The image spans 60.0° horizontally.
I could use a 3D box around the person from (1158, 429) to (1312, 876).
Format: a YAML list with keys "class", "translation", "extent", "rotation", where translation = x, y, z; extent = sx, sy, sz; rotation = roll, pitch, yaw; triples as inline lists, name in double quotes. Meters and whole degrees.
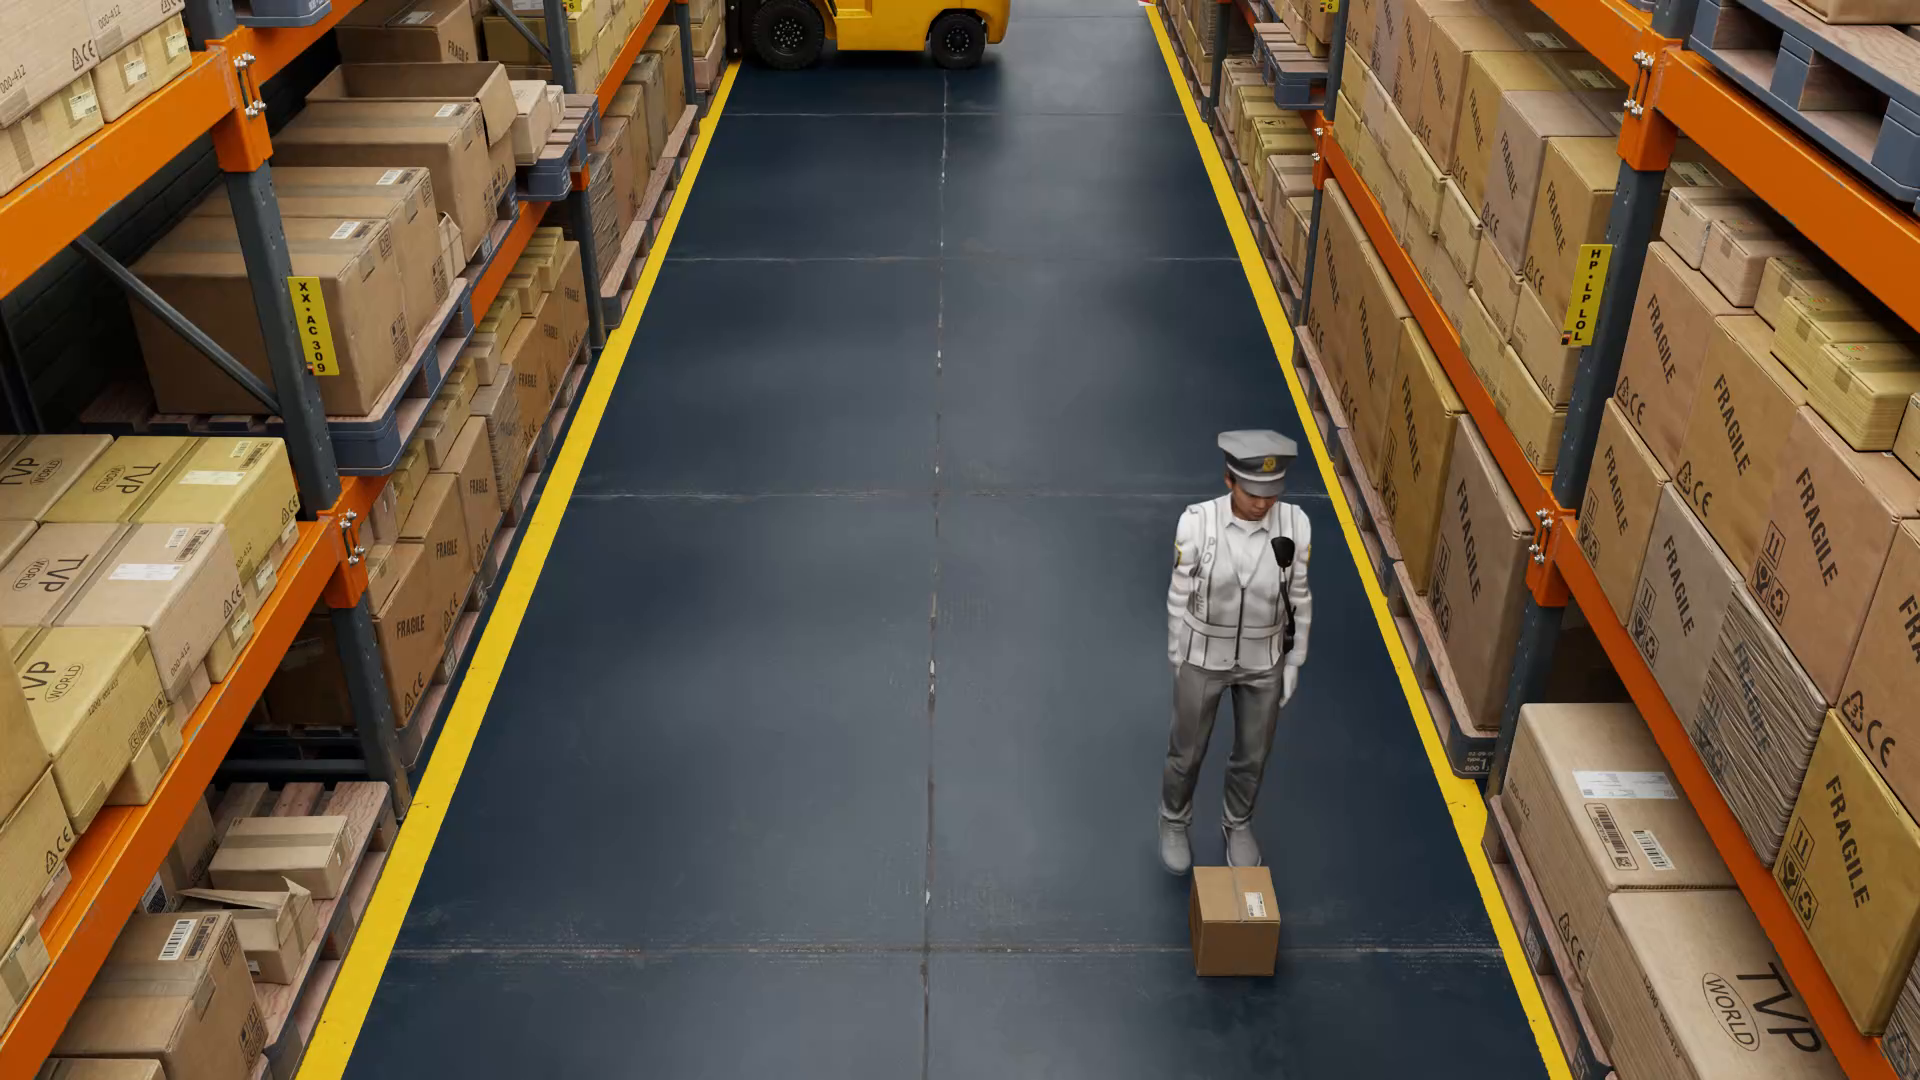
- class: "person"
  translation: [0.909, 0.409, 5.491]
  extent: [0.468, 1.677, 0.329]
  rotation: [0, 32, 0]
